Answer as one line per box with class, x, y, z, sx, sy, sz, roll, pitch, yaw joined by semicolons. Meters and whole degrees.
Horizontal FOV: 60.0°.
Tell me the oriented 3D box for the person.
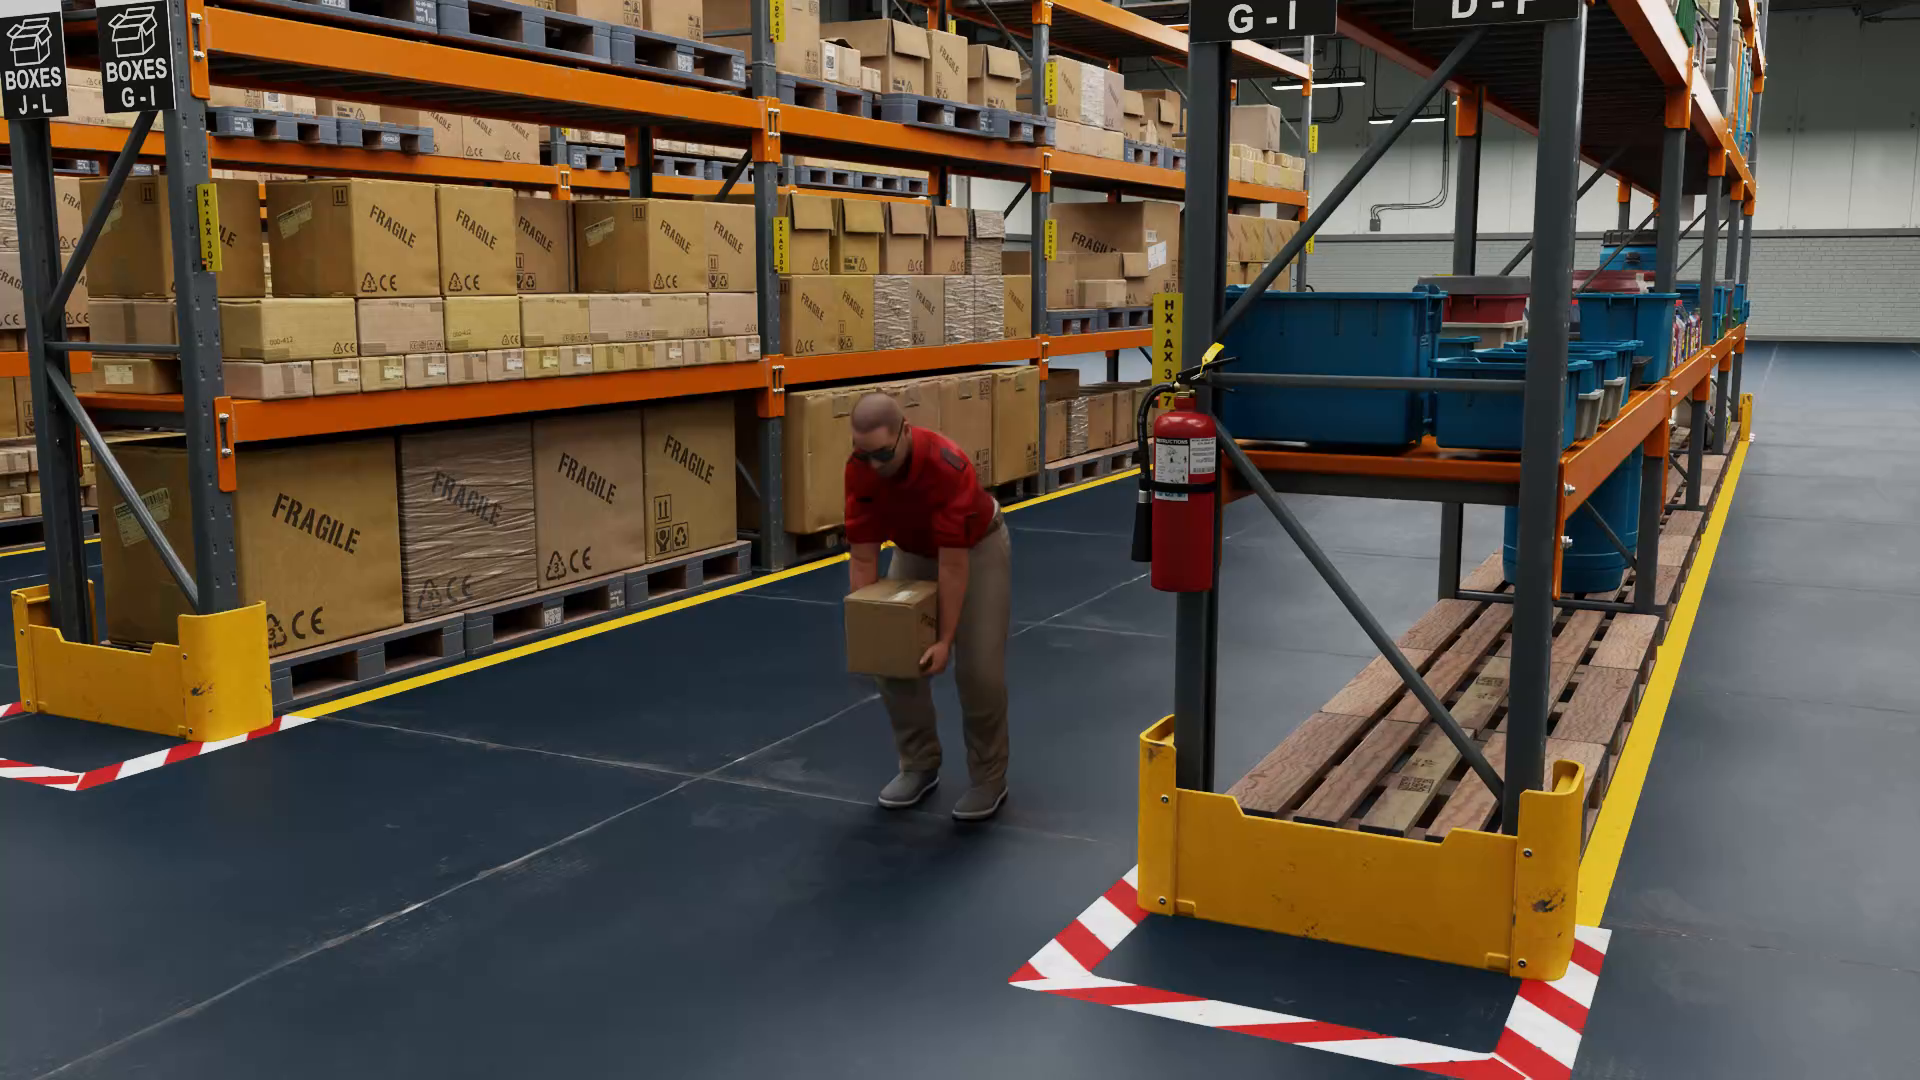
person;-0.128;0.221;5.462;0.475;1.443;0.833;4;10;25
